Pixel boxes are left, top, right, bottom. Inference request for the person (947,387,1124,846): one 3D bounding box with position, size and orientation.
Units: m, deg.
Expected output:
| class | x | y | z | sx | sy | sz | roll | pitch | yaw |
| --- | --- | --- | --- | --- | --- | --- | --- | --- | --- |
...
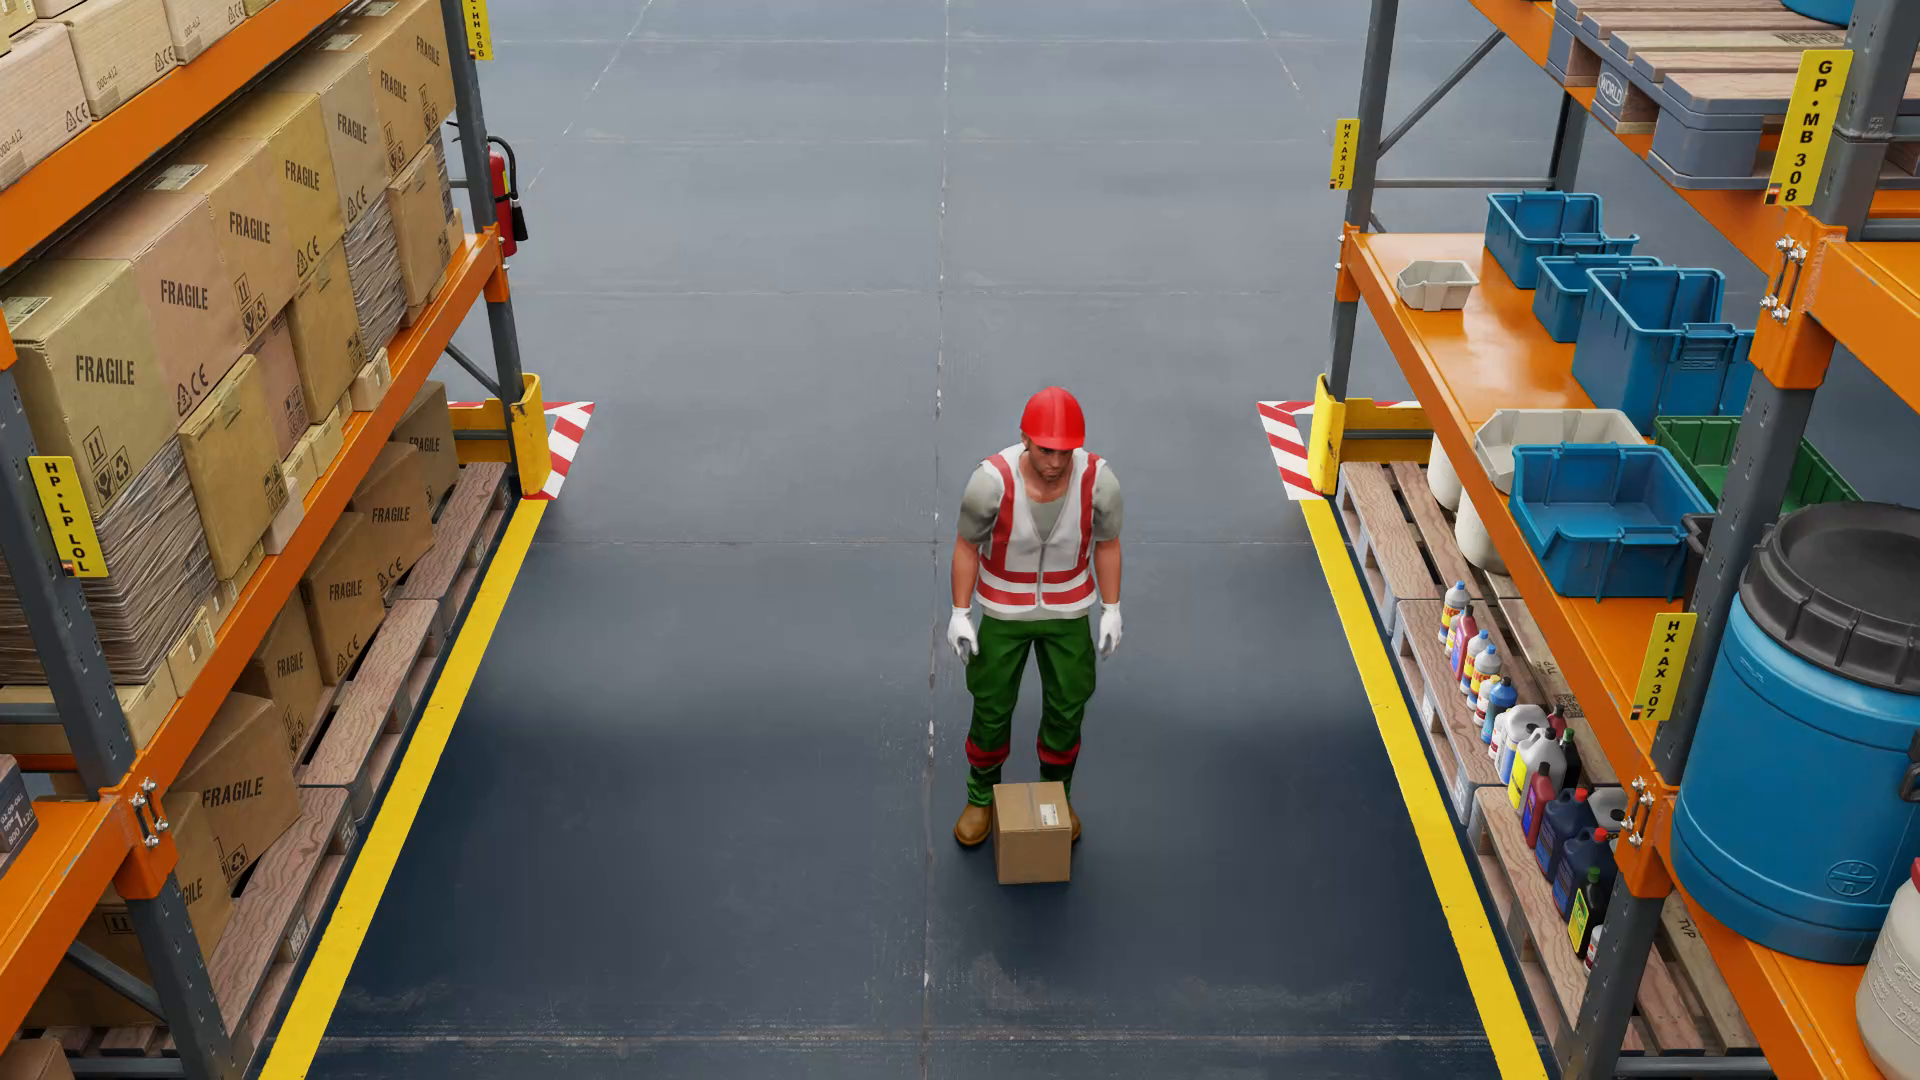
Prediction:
| class | x | y | z | sx | sy | sz | roll | pitch | yaw |
| --- | --- | --- | --- | --- | --- | --- | --- | --- | --- |
| person | 0.260 | 0.266 | 5.682 | 0.612 | 1.778 | 0.451 | -2 | 31 | -3 |
